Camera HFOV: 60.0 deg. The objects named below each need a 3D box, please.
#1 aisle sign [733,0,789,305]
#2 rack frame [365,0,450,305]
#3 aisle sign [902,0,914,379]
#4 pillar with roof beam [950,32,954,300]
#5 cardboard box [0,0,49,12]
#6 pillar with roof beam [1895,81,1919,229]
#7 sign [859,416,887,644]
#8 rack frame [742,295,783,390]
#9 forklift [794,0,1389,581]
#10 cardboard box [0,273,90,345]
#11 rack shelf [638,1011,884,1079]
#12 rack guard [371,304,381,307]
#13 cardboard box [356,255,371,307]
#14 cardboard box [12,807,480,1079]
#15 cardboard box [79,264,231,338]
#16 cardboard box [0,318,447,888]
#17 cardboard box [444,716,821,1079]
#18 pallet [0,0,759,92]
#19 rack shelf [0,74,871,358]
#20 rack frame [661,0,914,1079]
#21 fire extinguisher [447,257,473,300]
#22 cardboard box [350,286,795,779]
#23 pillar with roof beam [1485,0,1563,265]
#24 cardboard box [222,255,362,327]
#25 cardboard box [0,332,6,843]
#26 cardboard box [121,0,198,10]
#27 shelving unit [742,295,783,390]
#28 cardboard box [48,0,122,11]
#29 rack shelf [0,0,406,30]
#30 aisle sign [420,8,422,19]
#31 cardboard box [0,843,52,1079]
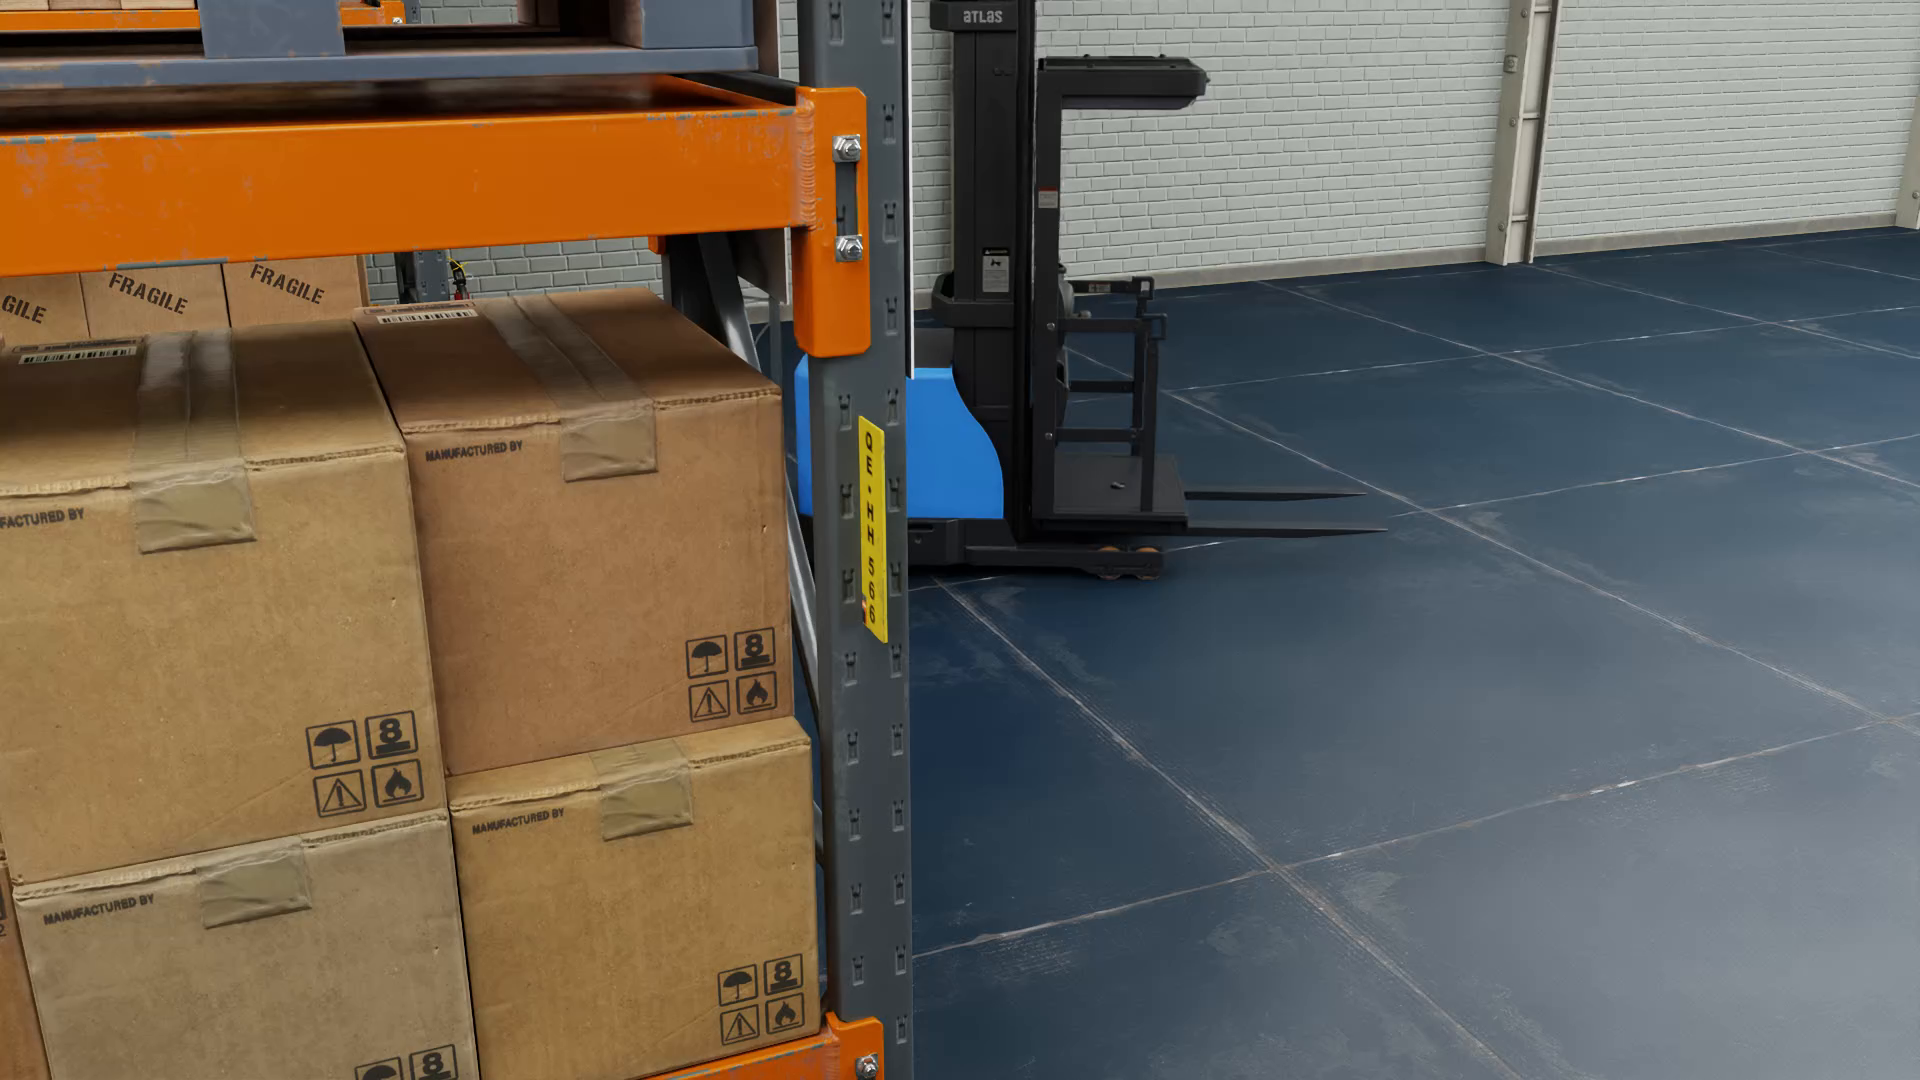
[{"bbox_3d":[-0.385,-0.851,3.008,0.004,0.787,0.394,-8,21,-22],"label":"aisle sign"},{"bbox_3d":[-2.385,-1.020,7.403,0.127,3.000,1.000,-8,21,-22],"label":"rack frame"},{"bbox_3d":[-0.147,-0.668,2.489,0.004,0.787,0.394,-8,21,-22],"label":"aisle sign"},{"bbox_3d":[1.864,-5.023,9.738,0.400,9.000,9.100,-8,21,-22],"label":"pillar with roof beam"},{"bbox_3d":[-3.544,-2.057,6.209,0.250,0.149,0.380,-8,21,-22],"label":"cardboard box"},{"bbox_3d":[12.882,-6.601,14.221,0.400,9.000,9.100,-8,21,-22],"label":"pillar with roof beam"},{"bbox_3d":[-0.129,-0.015,2.447,0.005,0.325,0.100,-8,21,-22],"label":"sign"},{"bbox_3d":[-1.110,-0.602,8.475,0.500,1.500,0.032,11,22,28],"label":"rack frame"},{"bbox_3d":[0.696,-1.358,8.465,3.031,2.935,1.130,1,19,3],"label":"forklift"},{"bbox_3d":[-3.696,-0.923,6.529,0.500,0.500,0.500,-8,21,-22],"label":"cardboard box"},{"bbox_3d":[-2.168,1.078,2.526,4.000,0.370,1.077,-8,21,-22],"label":"rack shelf"},{"bbox_3d":[-4.332,-1.358,12.125,0.348,0.500,1.175,-8,21,-22],"label":"rack guard"},{"bbox_3d":[-2.930,-1.230,7.400,0.500,0.500,0.500,-8,21,-23],"label":"cardboard box"},{"bbox_3d":[-1.150,0.547,2.726,0.550,0.550,0.875,-8,21,-22],"label":"cardboard box"},{"bbox_3d":[-3.236,-0.988,6.713,0.500,0.500,0.500,-8,21,-22],"label":"cardboard box"},{"bbox_3d":[-1.156,0.033,2.559,0.550,0.550,0.875,-8,21,-22],"label":"cardboard box"},{"bbox_3d":[-0.654,0.468,2.951,0.550,0.550,0.875,-8,21,-22],"label":"cardboard box"},{"bbox_3d":[-1.008,-0.796,2.384,1.213,0.211,1.003,-8,21,-22],"label":"pallet"},{"bbox_3d":[-2.168,-0.336,2.028,4.000,0.370,1.077,-8,21,-22],"label":"rack shelf"},{"bbox_3d":[-0.330,0.477,3.151,0.053,2.616,0.949,-8,21,-22],"label":"rack frame"},{"bbox_3d":[-2.097,-0.858,7.060,0.183,0.674,0.296,-8,21,-22],"label":"fire extinguisher"},{"bbox_3d":[-0.687,-0.067,2.844,0.550,0.550,0.875,-8,21,-22],"label":"cardboard box"},{"bbox_3d":[7.373,-5.812,11.980,0.400,9.000,9.100,-8,21,-22],"label":"pillar with roof beam"},{"bbox_3d":[-2.774,-1.052,6.896,0.500,0.500,0.500,-9,21,-23],"label":"cardboard box"},{"bbox_3d":[-1.724,0.066,2.467,0.550,0.550,0.875,-8,21,-22],"label":"cardboard box"},{"bbox_3d":[-3.075,-2.117,6.380,0.250,0.149,0.380,-7,21,-20],"label":"cardboard box"},{"bbox_3d":[-1.365,-0.453,8.050,0.587,1.500,1.083,11,22,28],"label":"shelving unit"},{"bbox_3d":[-3.334,-2.104,6.343,0.250,0.149,0.380,-8,21,-21],"label":"cardboard box"},{"bbox_3d":[-4.221,-1.833,6.277,4.000,0.370,1.077,-8,21,-22],"label":"rack shelf"},{"bbox_3d":[-2.213,-2.166,6.743,0.004,0.787,0.394,-8,21,-22],"label":"aisle sign"},{"bbox_3d":[-1.714,0.582,2.626,0.550,0.550,0.875,-8,21,-22],"label":"cardboard box"}]
